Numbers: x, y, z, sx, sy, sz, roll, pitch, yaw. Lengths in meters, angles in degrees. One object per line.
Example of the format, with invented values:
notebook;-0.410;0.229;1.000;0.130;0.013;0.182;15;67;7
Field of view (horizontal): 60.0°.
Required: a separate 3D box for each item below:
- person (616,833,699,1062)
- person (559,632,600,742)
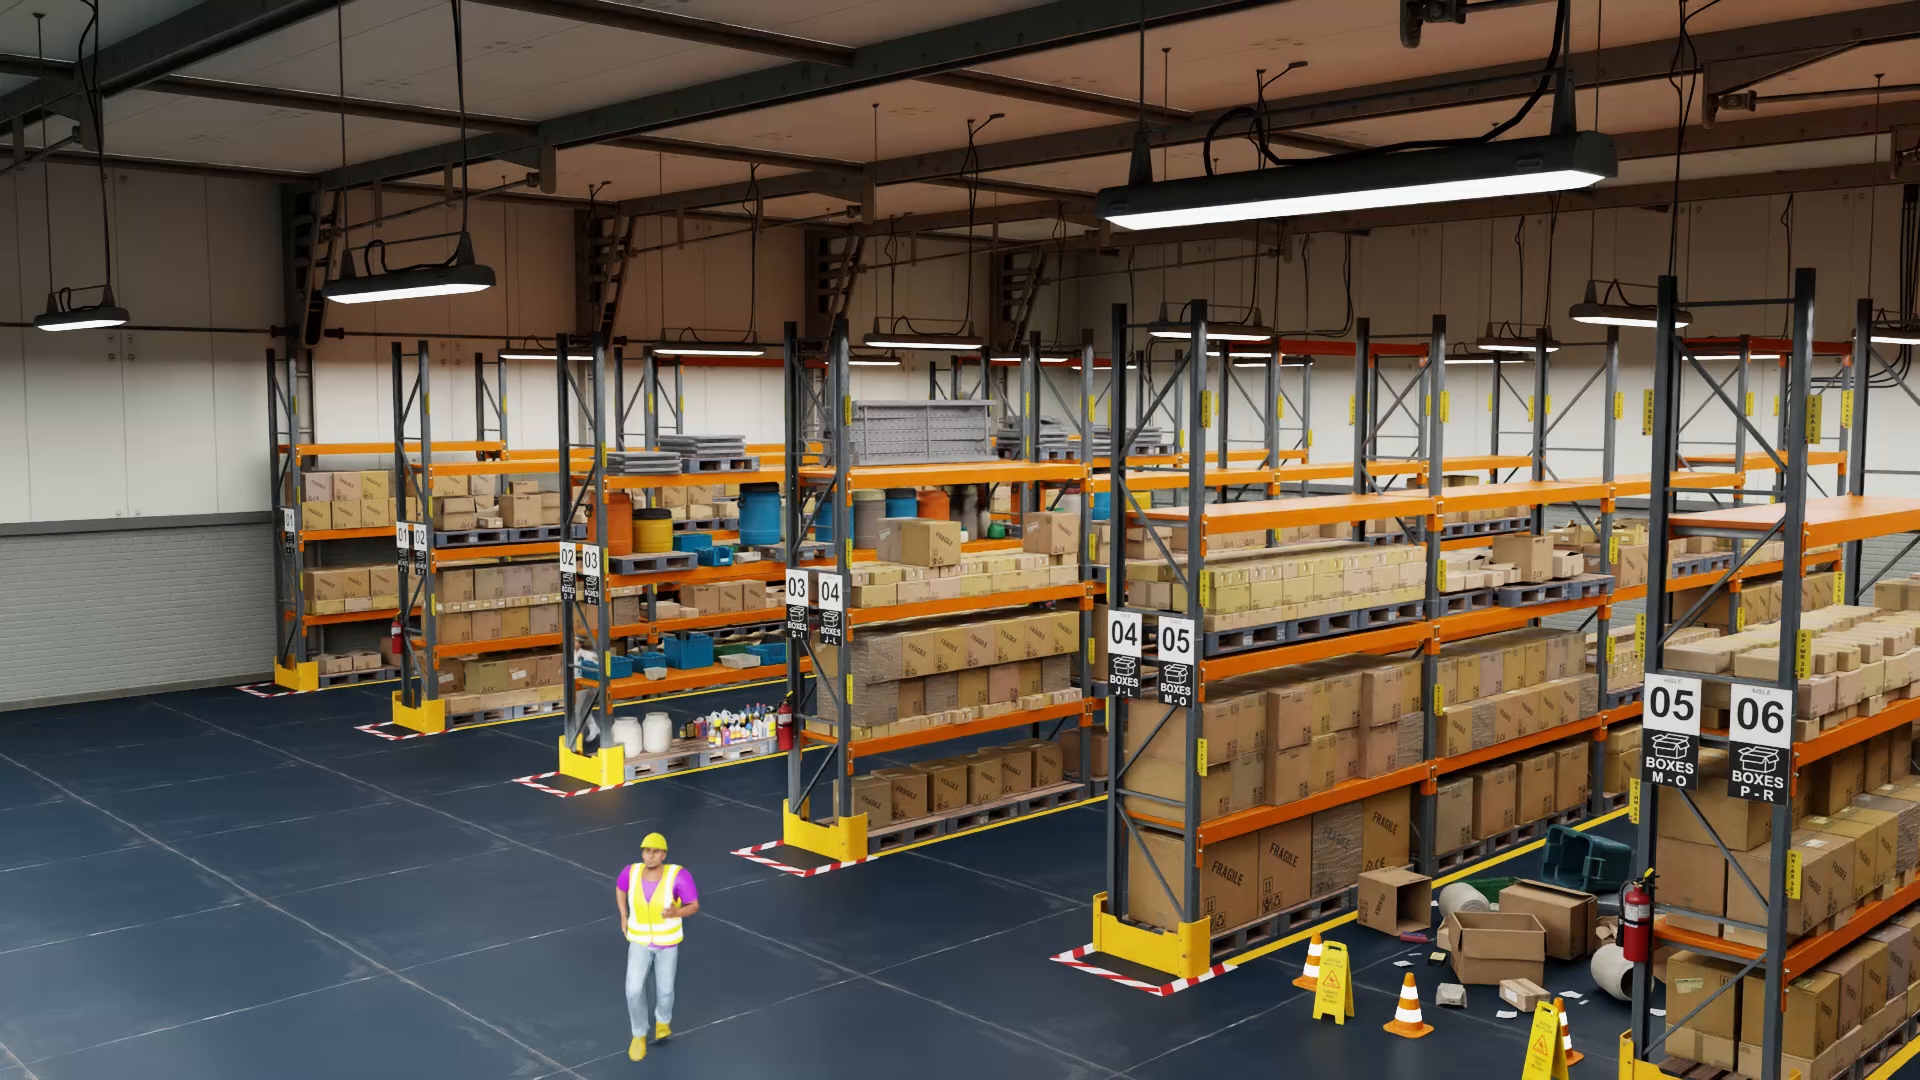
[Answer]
person;-2.388;3.174;13.096;0.682;1.795;0.747;0;5;-3
person;-5.559;2.201;24.392;0.612;1.747;0.806;3;6;33
